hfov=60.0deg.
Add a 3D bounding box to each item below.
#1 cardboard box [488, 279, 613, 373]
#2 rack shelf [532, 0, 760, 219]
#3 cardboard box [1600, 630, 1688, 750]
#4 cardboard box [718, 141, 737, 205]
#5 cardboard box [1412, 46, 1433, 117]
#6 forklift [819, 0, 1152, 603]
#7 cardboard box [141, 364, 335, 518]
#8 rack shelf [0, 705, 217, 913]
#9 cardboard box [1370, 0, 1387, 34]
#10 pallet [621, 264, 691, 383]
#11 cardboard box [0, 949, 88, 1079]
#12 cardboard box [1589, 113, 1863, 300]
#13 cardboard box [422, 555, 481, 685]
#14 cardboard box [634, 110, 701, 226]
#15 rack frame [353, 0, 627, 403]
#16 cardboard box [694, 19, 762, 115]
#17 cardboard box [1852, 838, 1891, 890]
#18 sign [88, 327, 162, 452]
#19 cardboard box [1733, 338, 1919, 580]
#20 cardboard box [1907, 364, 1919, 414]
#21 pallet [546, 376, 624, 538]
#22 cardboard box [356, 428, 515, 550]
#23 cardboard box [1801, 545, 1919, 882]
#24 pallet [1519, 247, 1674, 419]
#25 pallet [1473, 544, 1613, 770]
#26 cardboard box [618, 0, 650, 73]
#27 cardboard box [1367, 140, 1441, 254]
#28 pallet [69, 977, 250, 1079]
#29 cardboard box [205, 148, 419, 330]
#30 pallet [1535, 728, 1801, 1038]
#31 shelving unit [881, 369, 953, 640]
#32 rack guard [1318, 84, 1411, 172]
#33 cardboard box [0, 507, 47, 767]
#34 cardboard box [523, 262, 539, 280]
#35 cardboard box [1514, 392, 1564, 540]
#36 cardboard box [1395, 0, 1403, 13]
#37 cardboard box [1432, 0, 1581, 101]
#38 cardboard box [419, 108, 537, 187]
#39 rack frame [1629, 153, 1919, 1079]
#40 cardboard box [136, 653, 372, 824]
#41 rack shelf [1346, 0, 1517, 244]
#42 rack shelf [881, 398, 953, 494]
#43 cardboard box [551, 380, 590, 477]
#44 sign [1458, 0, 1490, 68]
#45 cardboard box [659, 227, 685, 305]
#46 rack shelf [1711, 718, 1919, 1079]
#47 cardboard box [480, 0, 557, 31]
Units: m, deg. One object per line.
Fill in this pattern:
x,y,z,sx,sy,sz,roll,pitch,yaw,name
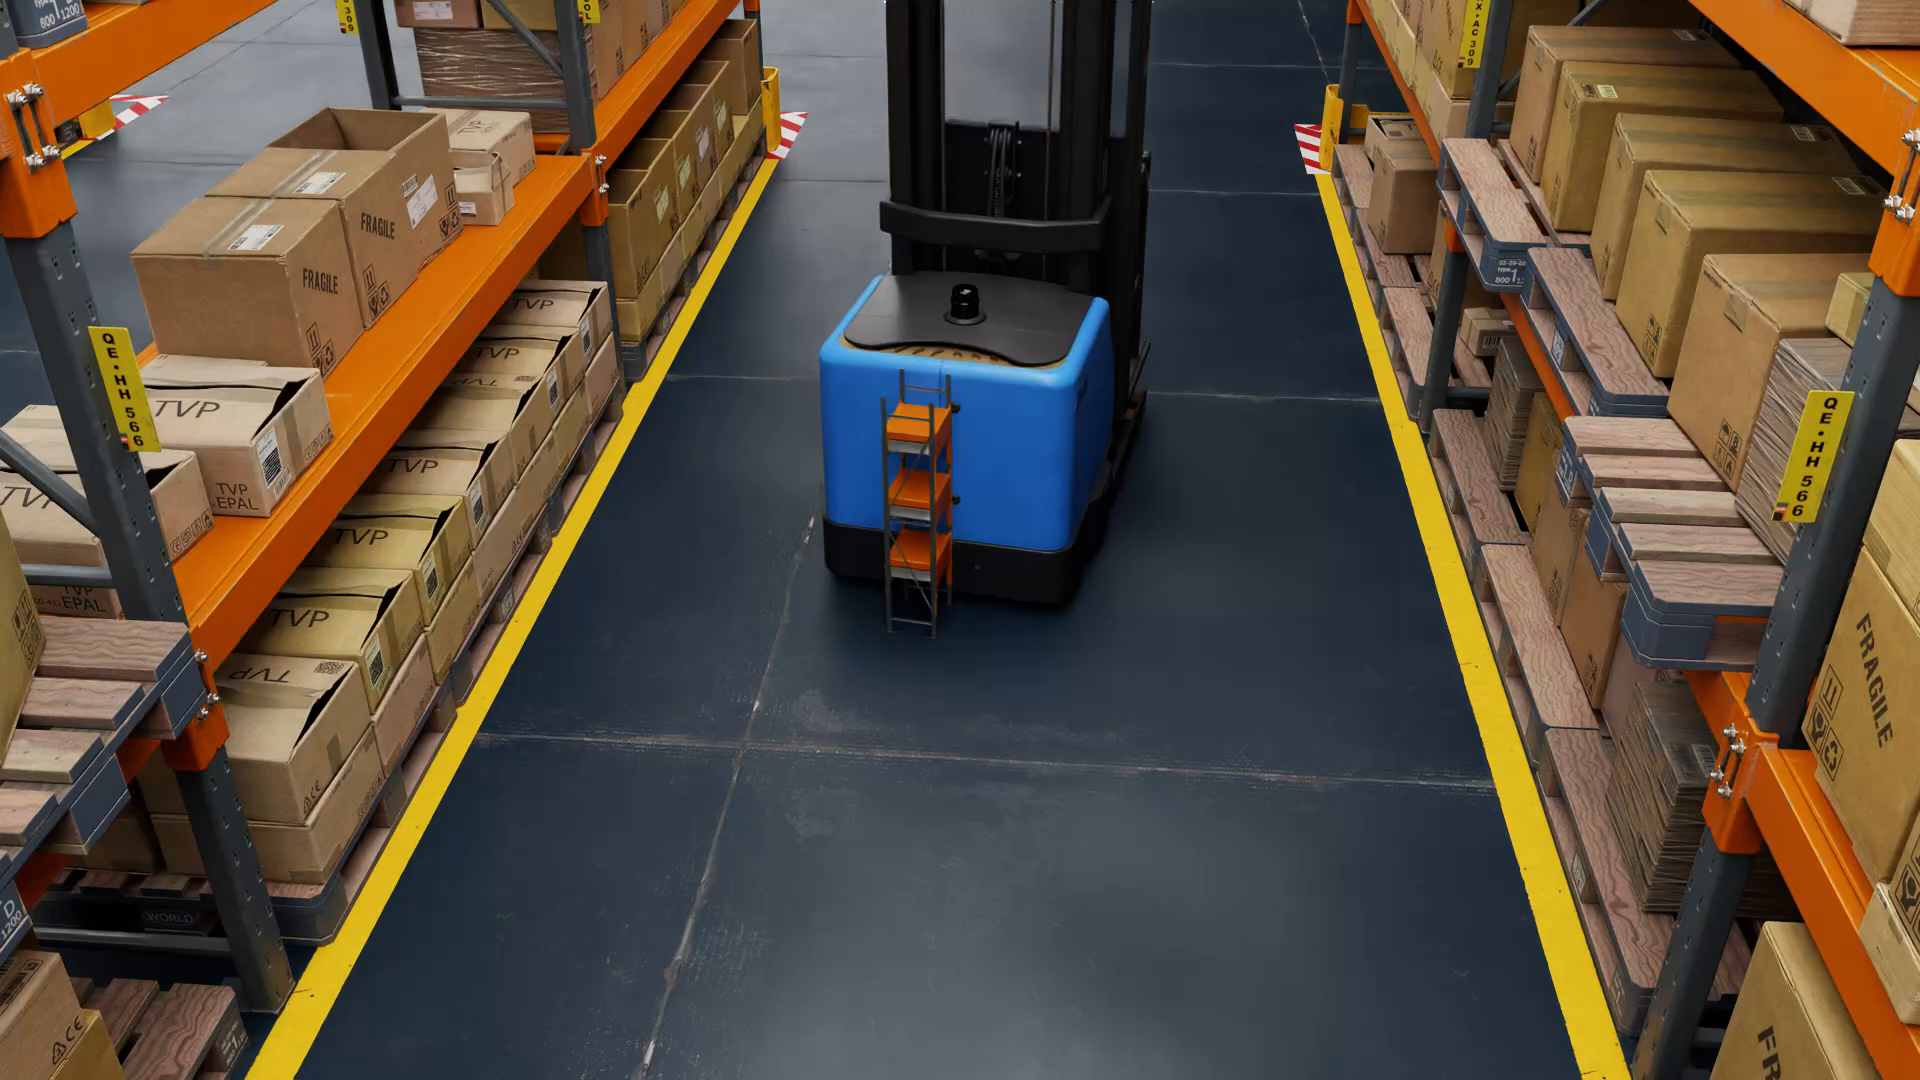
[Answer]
-1.941,-1.027,7.743,0.500,0.311,0.500,2,32,4,cardboard box
-2.031,-2.743,9.528,1.077,0.370,4.000,2,32,4,rack shelf
2.583,0.531,5.492,0.700,0.500,0.500,2,32,4,cardboard box
-1.685,-2.287,10.323,0.500,0.250,0.500,2,32,4,cardboard box
2.529,-2.260,8.182,0.500,0.250,0.500,3,32,4,cardboard box
0.294,-1.756,7.305,1.130,2.935,3.031,8,32,12,forklift
-2.254,-0.334,5.017,0.500,0.311,0.500,2,32,3,cardboard box
-2.682,1.440,2.740,1.077,0.370,4.000,2,32,4,rack shelf
2.638,-3.051,9.465,0.500,0.250,0.500,2,32,3,cardboard box
-2.087,-1.231,9.046,1.003,0.211,1.213,2,32,4,pallet
-2.362,1.174,3.734,0.500,0.250,0.500,4,32,6,cardboard box
2.593,-1.122,5.697,0.700,0.500,0.500,7,32,11,cardboard box
-2.108,0.283,6.152,0.500,0.250,0.500,2,32,3,cardboard box
-1.763,-2.083,9.277,0.500,0.500,0.500,2,32,4,cardboard box
-2.194,-2.004,7.643,1.000,3.000,0.127,2,32,4,rack frame
-1.615,-3.130,10.975,0.500,0.500,0.500,2,32,4,cardboard box
2.131,0.689,3.493,0.380,0.149,0.250,3,32,5,cardboard box
-1.978,-0.353,3.936,0.100,0.325,0.005,2,32,4,sign
2.446,-0.179,4.166,0.700,0.500,0.500,-1,32,-2,cardboard box
2.416,-0.390,3.891,0.380,0.149,0.250,-2,32,-2,cardboard box
-2.215,-0.430,7.746,1.003,0.211,1.213,2,32,4,pallet
-2.065,-0.231,6.452,0.500,0.311,0.500,2,32,3,cardboard box
2.123,0.363,3.404,0.500,0.500,0.500,3,32,5,cardboard box
2.538,-0.658,5.641,1.003,0.211,1.213,2,32,4,pallet
2.585,0.440,6.335,1.003,0.211,1.213,2,32,4,pallet
-2.083,-2.817,8.867,0.700,0.500,0.500,3,32,5,cardboard box
2.767,-1.971,9.553,0.700,0.500,0.500,1,32,1,cardboard box
-2.618,1.664,4.349,1.003,0.211,1.213,2,32,4,pallet
-2.356,-1.108,6.094,0.500,0.500,0.500,3,32,4,cardboard box
2.483,1.076,5.303,1.003,0.211,1.213,2,32,4,pallet
-0.162,-0.126,6.453,0.215,1.050,0.252,8,32,12,shelving unit
3.063,-2.782,11.288,1.175,0.500,0.348,2,32,4,rack guard
-2.458,0.201,3.570,0.700,0.500,0.500,-8,33,-13,cardboard box
-2.374,-1.264,8.662,0.500,0.250,0.500,2,32,4,cardboard box
2.708,-0.259,6.775,0.700,0.500,0.500,2,32,3,cardboard box
2.602,-3.115,8.854,0.500,0.500,0.500,3,32,6,cardboard box
2.474,-2.319,7.562,0.500,0.500,0.500,2,32,4,cardboard box
-2.190,-1.681,7.261,0.500,0.250,0.500,4,32,7,cardboard box
2.418,0.297,3.908,1.000,3.000,0.127,2,32,4,rack frame
-2.184,0.579,5.137,0.500,0.311,0.500,3,32,6,cardboard box
2.907,-2.534,9.188,1.077,0.370,4.000,2,32,4,rack shelf
-0.162,-0.358,6.310,0.215,0.259,0.240,8,32,12,rack shelf
-1.982,-0.518,7.453,0.500,0.250,0.500,2,32,3,cardboard box
2.202,-2.182,7.106,0.100,0.325,0.005,2,32,4,sign
-1.808,-1.503,9.050,0.500,0.250,0.500,2,32,4,cardboard box
2.255,1.649,2.400,1.077,0.370,4.000,2,32,4,rack shelf
-1.979,-2.455,7.661,0.380,0.149,0.250,2,32,4,cardboard box
